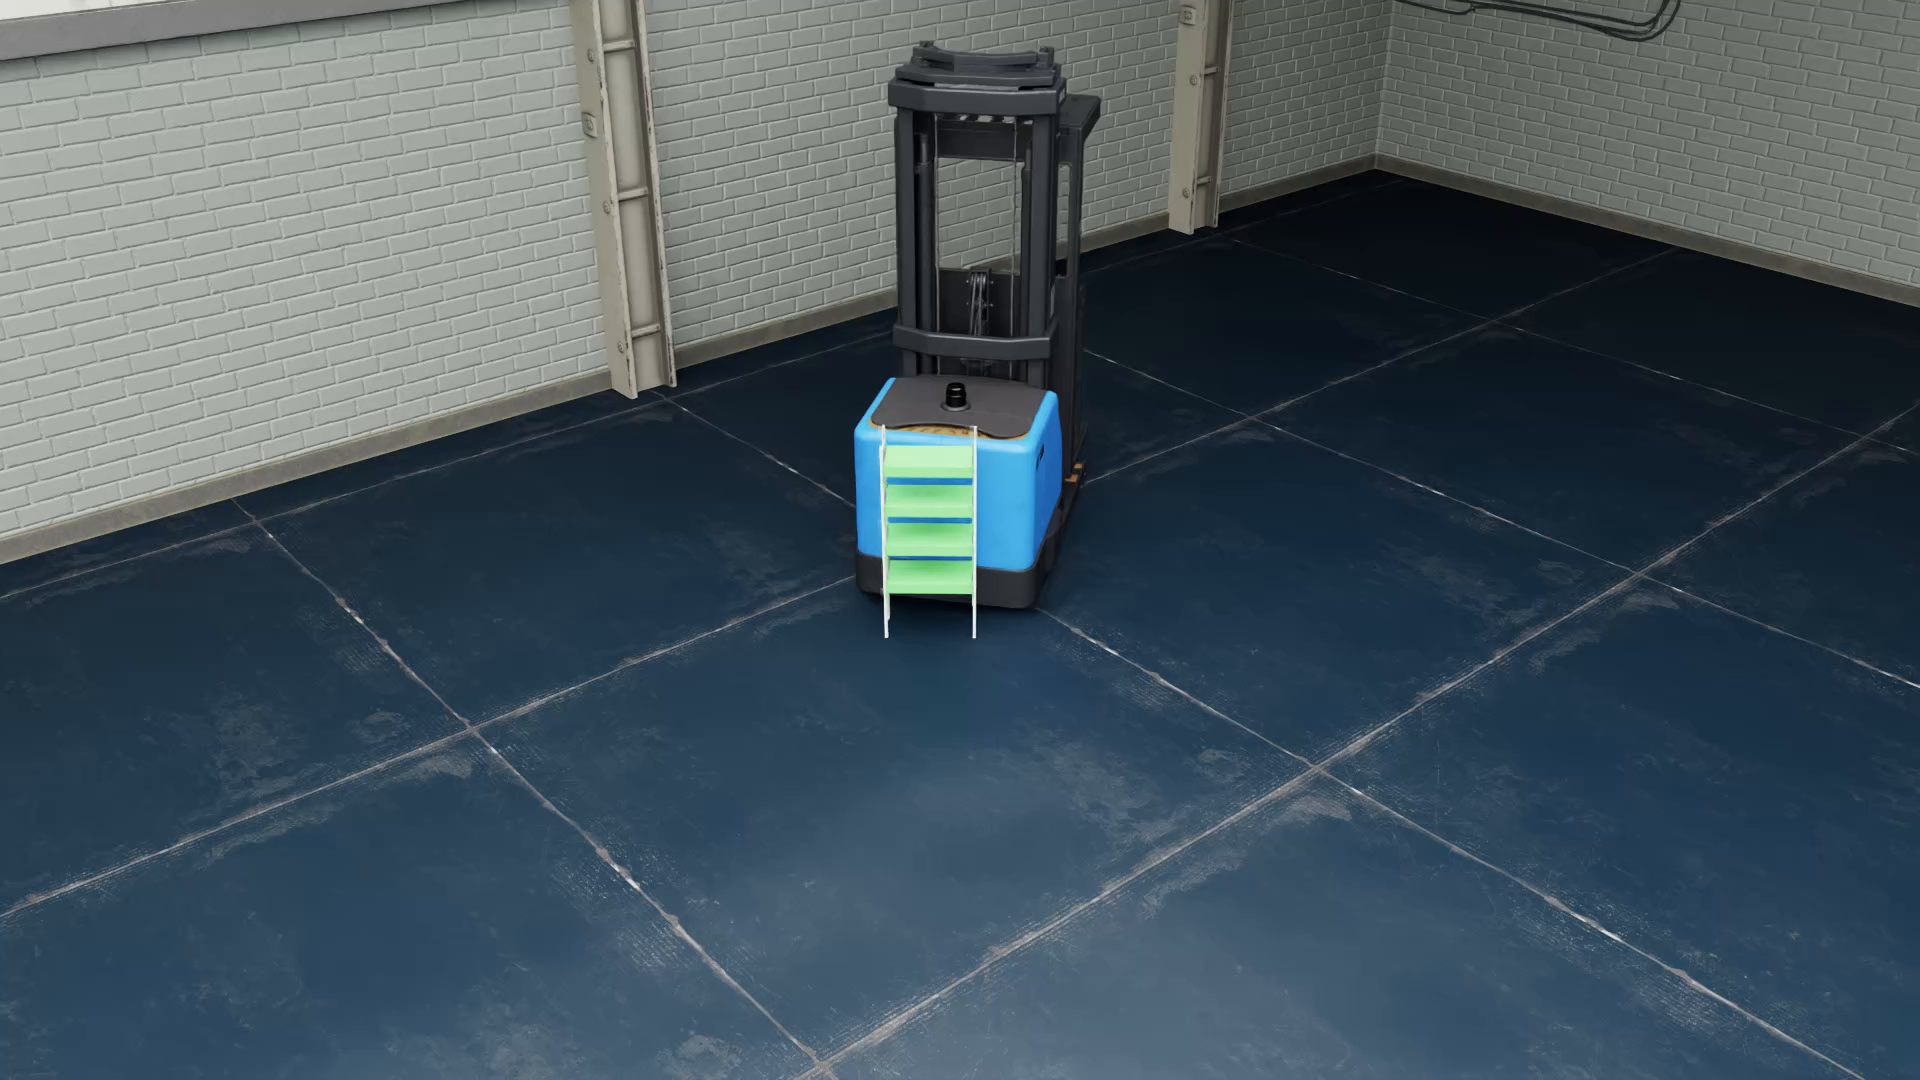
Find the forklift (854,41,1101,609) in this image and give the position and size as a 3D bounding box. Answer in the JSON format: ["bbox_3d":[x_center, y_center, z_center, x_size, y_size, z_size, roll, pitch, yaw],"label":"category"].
[{"bbox_3d":[0.219,-1.583,10.102,1.130,2.935,3.031,6,29,11],"label":"forklift"}]

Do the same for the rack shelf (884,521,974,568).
[{"bbox_3d":[-0.164,0.025,9.054,0.480,0.148,0.258,0,31,1],"label":"rack shelf"}]

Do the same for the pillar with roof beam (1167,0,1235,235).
[{"bbox_3d":[5.003,-5.408,10.822,0.400,9.000,9.100,-22,35,-35],"label":"pillar with roof beam"}]

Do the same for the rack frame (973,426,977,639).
[{"bbox_3d":[0.080,-0.028,9.018,0.015,1.200,0.240,0,31,1],"label":"rack frame"}]

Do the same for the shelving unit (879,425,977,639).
[{"bbox_3d":[-0.164,-0.030,9.022,0.503,1.200,0.258,0,31,1],"label":"shelving unit"}]

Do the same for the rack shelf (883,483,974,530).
[{"bbox_3d":[-0.164,-0.182,8.932,0.480,0.148,0.258,0,31,1],"label":"rack shelf"}]

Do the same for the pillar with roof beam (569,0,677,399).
[{"bbox_3d":[0.438,-3.573,7.388,0.400,9.000,9.100,-22,35,-35],"label":"pillar with roof beam"}]

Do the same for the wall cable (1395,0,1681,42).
[{"bbox_3d":[5.308,-6.009,15.242,0.112,2.526,3.097,-22,35,-35],"label":"wall cable"}]

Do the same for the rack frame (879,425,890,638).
[{"bbox_3d":[-0.408,-0.032,9.025,0.015,1.200,0.240,0,31,1],"label":"rack frame"}]

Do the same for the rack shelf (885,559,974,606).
[{"bbox_3d":[-0.163,0.231,9.176,0.480,0.148,0.258,0,31,1],"label":"rack shelf"}]

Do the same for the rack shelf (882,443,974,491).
[{"bbox_3d":[-0.164,-0.388,8.810,0.480,0.148,0.258,0,31,1],"label":"rack shelf"}]
